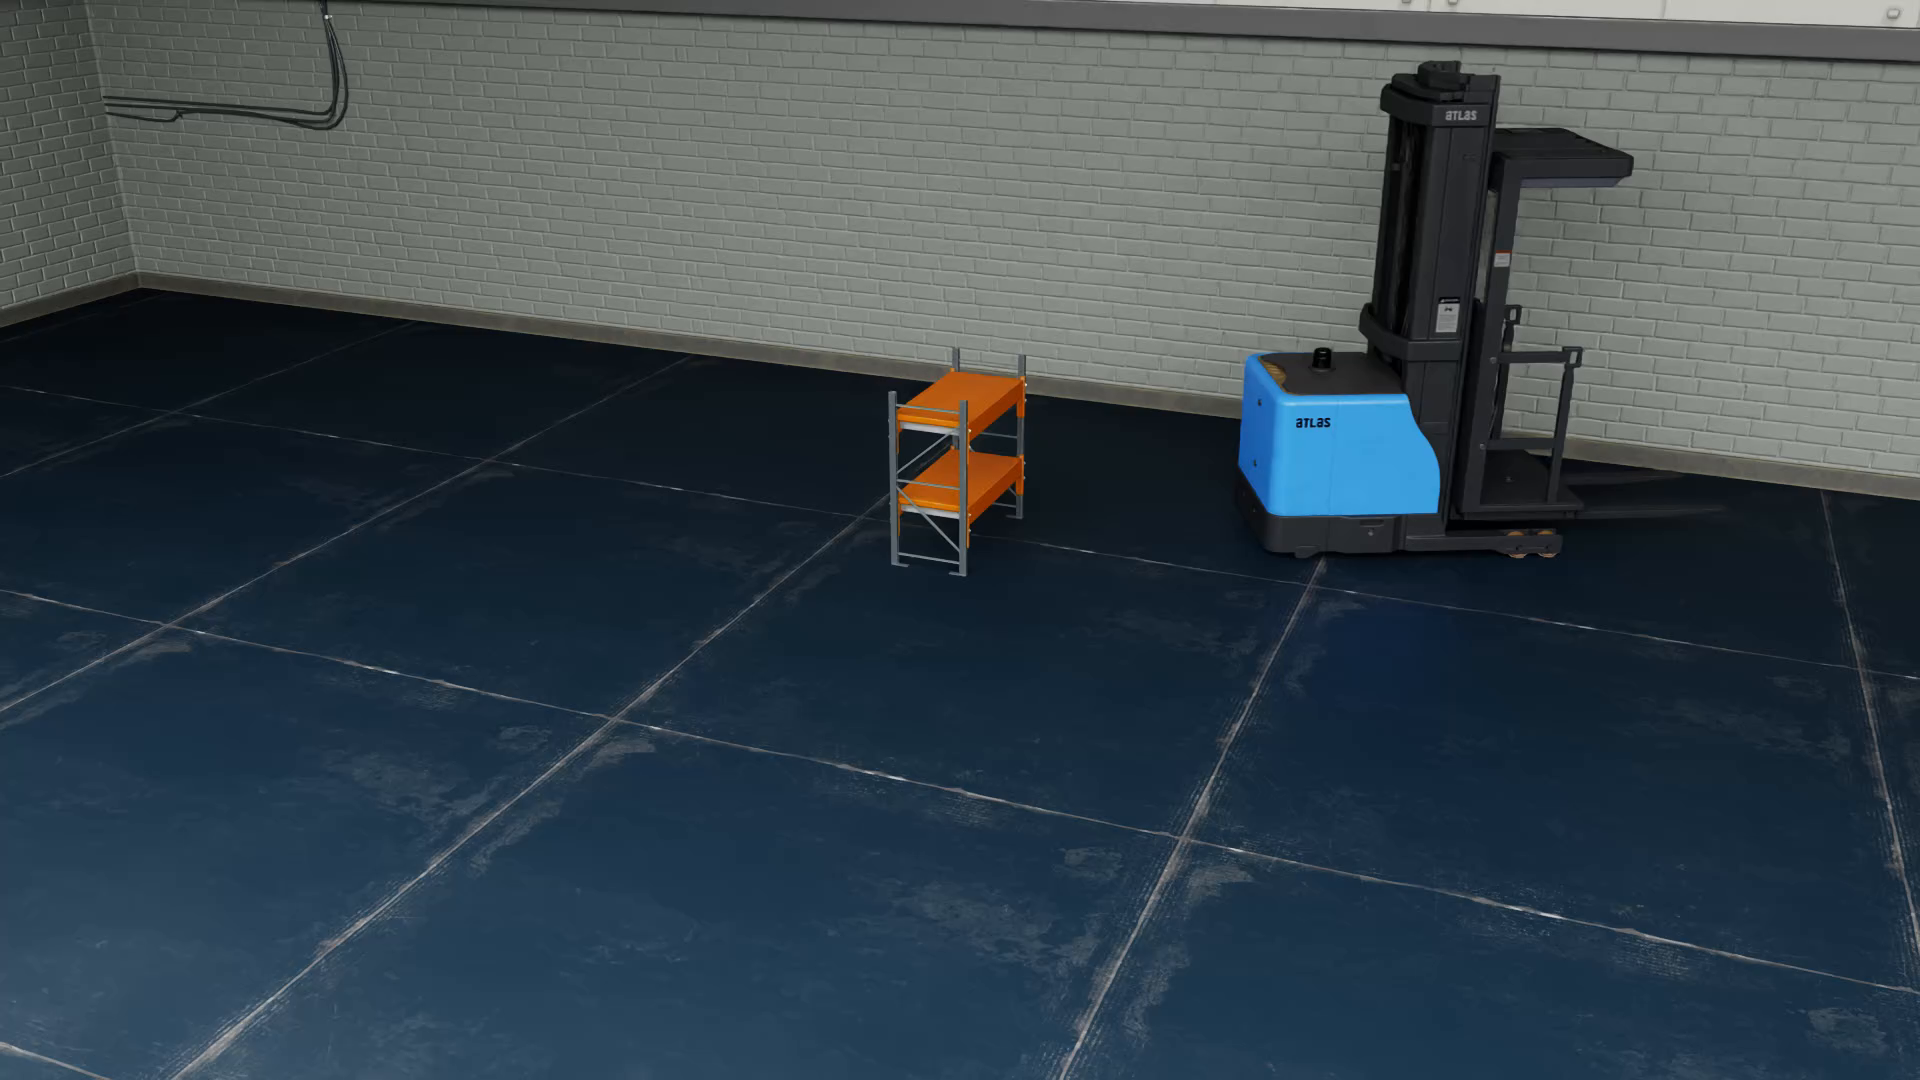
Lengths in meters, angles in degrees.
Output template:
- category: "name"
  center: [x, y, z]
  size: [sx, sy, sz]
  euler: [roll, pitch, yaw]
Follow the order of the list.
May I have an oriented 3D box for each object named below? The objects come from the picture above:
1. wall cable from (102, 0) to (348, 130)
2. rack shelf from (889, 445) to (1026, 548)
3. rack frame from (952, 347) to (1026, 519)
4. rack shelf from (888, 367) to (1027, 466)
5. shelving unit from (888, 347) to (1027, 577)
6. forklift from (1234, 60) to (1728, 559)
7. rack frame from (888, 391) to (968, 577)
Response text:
- category: "wall cable"
  center: [-6.995, -5.071, 15.244]
  size: [3.097, 2.526, 0.112]
  euler: [9, 24, 20]
- category: "rack shelf"
  center: [-0.002, -0.291, 10.622]
  size: [0.538, 0.278, 1.000]
  euler: [9, 24, 20]
- category: "rack frame"
  center: [0.186, -0.699, 10.963]
  size: [0.500, 1.125, 0.032]
  euler: [9, 24, 20]
- category: "rack shelf"
  center: [-0.002, -0.787, 10.415]
  size: [0.538, 0.278, 1.000]
  euler: [9, 24, 20]
- category: "shelving unit"
  center: [-0.002, -0.517, 10.527]
  size: [0.538, 1.125, 1.048]
  euler: [9, 24, 20]
- category: "forklift"
  center: [3.390, -1.440, 10.395]
  size: [3.031, 2.935, 1.130]
  euler: [-1, 23, -3]
- category: "rack frame"
  center: [-0.191, -0.335, 10.092]
  size: [0.500, 1.125, 0.032]
  euler: [9, 24, 20]
